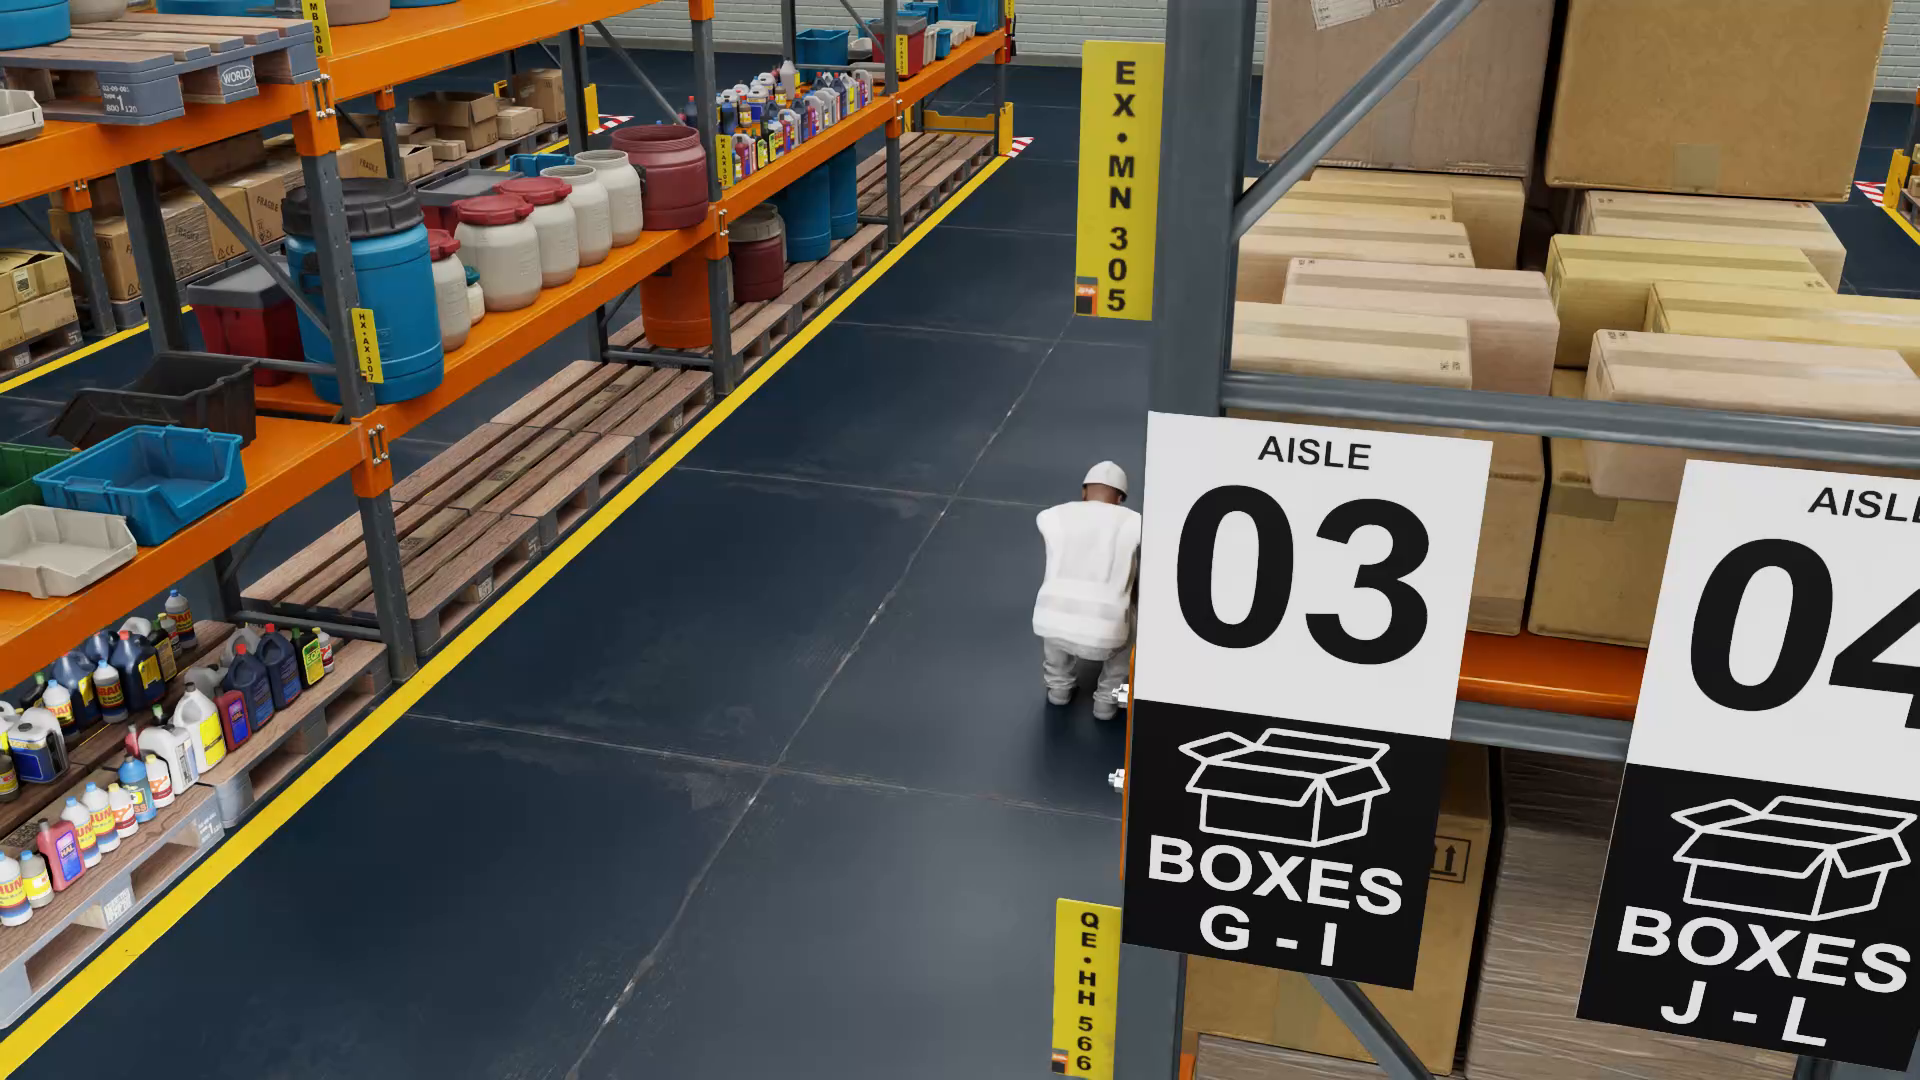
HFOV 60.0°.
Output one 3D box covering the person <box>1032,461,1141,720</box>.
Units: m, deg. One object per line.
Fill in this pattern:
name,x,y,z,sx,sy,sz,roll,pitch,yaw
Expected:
person,0.601,0.222,7.541,0.559,1.004,0.923,9,27,19
